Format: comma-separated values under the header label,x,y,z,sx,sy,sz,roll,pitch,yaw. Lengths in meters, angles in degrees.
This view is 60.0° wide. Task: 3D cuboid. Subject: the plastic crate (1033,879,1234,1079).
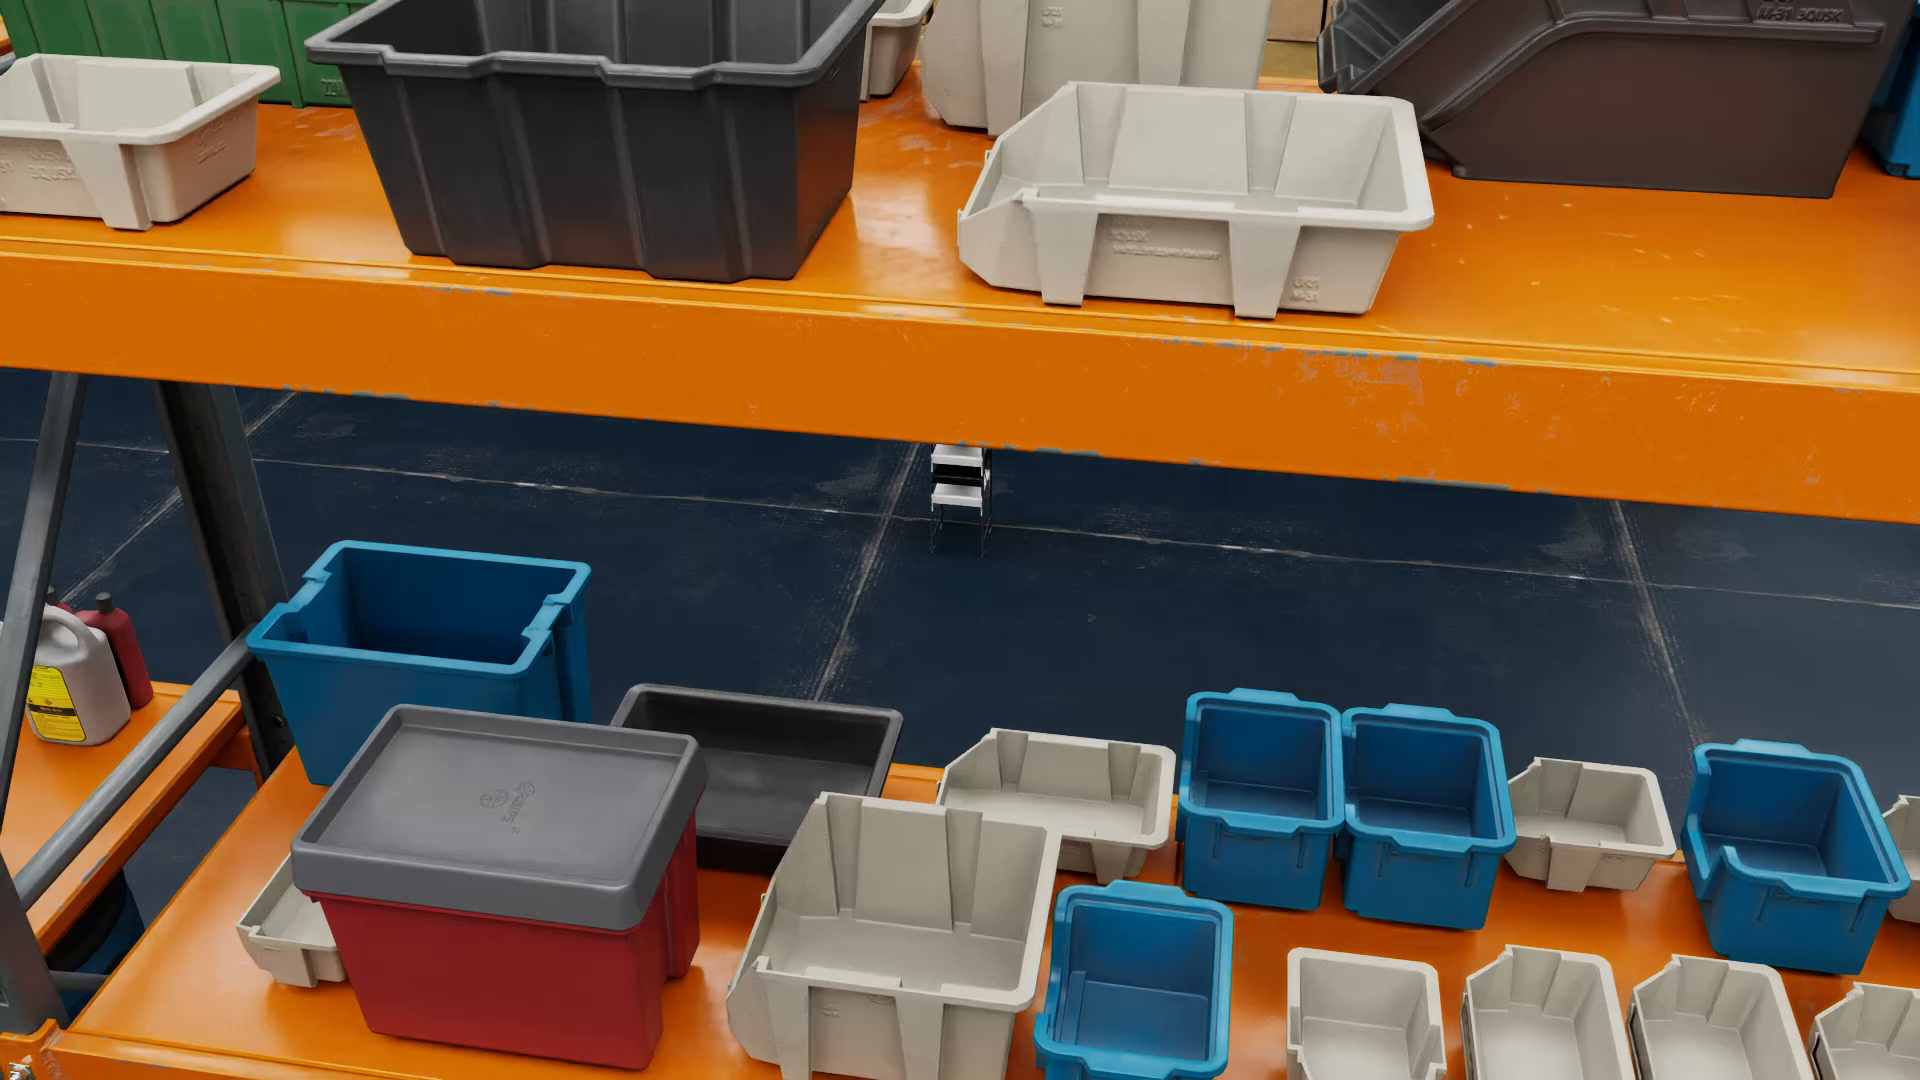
label,x,y,z,sx,sy,sz,roll,pitch,yaw
plastic crate,0.287,0.797,2.751,0.300,0.233,0.416,5,32,8

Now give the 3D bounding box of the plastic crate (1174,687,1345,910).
label,x,y,z,sx,sy,sz,roll,pitch,yaw
plastic crate,0.573,0.508,3.213,0.300,0.233,0.416,5,32,8

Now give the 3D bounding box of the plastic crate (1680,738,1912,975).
label,x,y,z,sx,sy,sz,roll,pitch,yaw
plastic crate,1.518,0.593,3.076,0.300,0.233,0.416,5,32,8

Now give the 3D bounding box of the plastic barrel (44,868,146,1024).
label,x,y,z,sx,sy,sz,roll,pitch,yaw
plastic barrel,-2.121,1.098,3.751,0.708,0.901,0.600,5,32,8

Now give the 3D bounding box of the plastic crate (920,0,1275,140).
label,x,y,z,sx,sy,sz,roll,pitch,yaw
plastic crate,0.222,-0.780,2.453,0.530,0.282,0.437,5,32,8

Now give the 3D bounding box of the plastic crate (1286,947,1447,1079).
label,x,y,z,sx,sy,sz,roll,pitch,yaw
plastic crate,0.664,0.847,2.762,0.250,0.136,0.298,5,32,8

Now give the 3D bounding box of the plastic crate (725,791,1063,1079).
label,x,y,z,sx,sy,sz,roll,pitch,yaw
plastic crate,-0.114,0.701,2.858,0.530,0.282,0.437,5,32,8

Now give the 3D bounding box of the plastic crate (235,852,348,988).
label,x,y,z,sx,sy,sz,roll,pitch,yaw
plastic crate,-1.153,0.646,3.082,0.243,0.136,0.396,5,32,8

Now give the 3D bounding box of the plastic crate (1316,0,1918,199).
label,x,y,z,sx,sy,sz,roll,pitch,yaw
plastic crate,0.895,-0.725,2.312,0.767,0.338,0.504,5,32,8

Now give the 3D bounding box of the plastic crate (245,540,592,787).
label,x,y,z,sx,sy,sz,roll,pitch,yaw
plastic crate,-1.070,0.288,3.421,0.575,0.384,0.392,5,32,8

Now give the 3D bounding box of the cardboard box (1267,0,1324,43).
label,x,y,z,sx,sy,sz,roll,pitch,yaw
cardboard box,1.191,-2.286,6.538,0.500,0.500,0.500,6,33,10

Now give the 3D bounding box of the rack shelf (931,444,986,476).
label,x,y,z,sx,sy,sz,roll,pitch,yaw
rack shelf,0.008,-0.352,6.528,0.200,0.077,0.258,5,32,8

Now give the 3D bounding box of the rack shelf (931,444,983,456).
label,x,y,z,sx,sy,sz,roll,pitch,yaw
rack shelf,0.008,-0.429,6.480,0.200,0.077,0.258,5,32,8

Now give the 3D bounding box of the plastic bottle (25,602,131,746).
label,x,y,z,sx,sy,sz,roll,pitch,yaw
plastic bottle,-1.920,0.260,3.554,0.185,0.351,0.144,5,32,8

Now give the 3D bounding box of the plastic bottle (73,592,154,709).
label,x,y,z,sx,sy,sz,roll,pitch,yaw
plastic bottle,-1.878,0.237,3.654,0.133,0.283,0.061,5,32,8

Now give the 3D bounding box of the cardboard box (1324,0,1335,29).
label,x,y,z,sx,sy,sz,roll,pitch,yaw
cardboard box,1.697,-2.240,6.465,0.500,0.500,0.500,6,33,10

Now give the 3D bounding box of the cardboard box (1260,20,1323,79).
label,x,y,z,sx,sy,sz,roll,pitch,yaw
cardboard box,1.205,-1.866,6.810,0.500,0.500,0.500,5,32,8

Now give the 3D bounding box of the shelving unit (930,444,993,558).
label,x,y,z,sx,sy,sz,roll,pitch,yaw
shelving unit,0.008,-0.381,6.510,0.210,0.900,0.258,5,32,8

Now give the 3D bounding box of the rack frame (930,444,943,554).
label,x,y,z,sx,sy,sz,roll,pitch,yaw
rack frame,-0.092,-0.390,6.525,0.006,0.900,0.240,5,32,8

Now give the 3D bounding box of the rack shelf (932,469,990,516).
label,x,y,z,sx,sy,sz,roll,pitch,yaw
rack shelf,0.008,-0.200,6.623,0.200,0.077,0.258,5,32,8

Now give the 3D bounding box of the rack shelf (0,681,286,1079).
label,x,y,z,sx,sy,sz,roll,pitch,yaw
rack shelf,-3.560,0.570,3.690,4.000,0.370,1.077,5,32,8

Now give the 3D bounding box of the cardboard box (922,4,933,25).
label,x,y,z,sx,sy,sz,roll,pitch,yaw
cardboard box,-0.334,-2.424,6.758,0.500,0.500,0.500,6,33,9

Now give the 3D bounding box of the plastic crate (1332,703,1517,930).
label,x,y,z,sx,sy,sz,roll,pitch,yaw
plastic crate,0.869,0.535,3.170,0.300,0.233,0.416,5,32,8

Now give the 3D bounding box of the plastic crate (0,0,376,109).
label,x,y,z,sx,sy,sz,roll,pitch,yaw
plastic crate,-1.120,-0.858,2.666,0.662,0.188,0.450,5,32,8

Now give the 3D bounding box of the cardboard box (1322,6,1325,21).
label,x,y,z,sx,sy,sz,roll,pitch,yaw
cardboard box,1.795,-2.099,7.182,0.500,0.500,0.500,5,32,8

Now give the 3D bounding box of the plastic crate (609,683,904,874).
label,x,y,z,sx,sy,sz,roll,pitch,yaw
plastic crate,-0.439,0.494,3.336,0.590,0.125,0.437,5,32,8

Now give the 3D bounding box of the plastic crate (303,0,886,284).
label,x,y,z,sx,sy,sz,roll,pitch,yaw
plastic crate,-0.410,-0.518,2.047,0.590,0.269,0.497,5,32,8

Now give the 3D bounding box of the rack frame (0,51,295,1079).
label,x,y,z,sx,sy,sz,roll,pitch,yaw
rack frame,-1.589,0.445,3.211,0.053,2.616,0.949,5,32,8

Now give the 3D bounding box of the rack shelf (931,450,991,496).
label,x,y,z,sx,sy,sz,roll,pitch,yaw
rack shelf,0.008,-0.276,6.576,0.200,0.077,0.258,5,32,8

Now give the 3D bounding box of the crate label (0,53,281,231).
label,x,y,z,sx,sy,sz,roll,pitch,yaw
crate label,-1.154,-0.521,2.177,0.466,0.136,0.293,5,32,8

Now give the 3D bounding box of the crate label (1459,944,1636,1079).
label,x,y,z,sx,sy,sz,roll,pitch,yaw
crate label,0.959,0.864,2.735,0.243,0.136,0.396,5,32,8

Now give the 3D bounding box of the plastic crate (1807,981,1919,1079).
label,x,y,z,sx,sy,sz,roll,pitch,yaw
plastic crate,1.521,0.909,2.663,0.243,0.136,0.396,5,32,8

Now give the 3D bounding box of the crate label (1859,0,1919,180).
label,x,y,z,sx,sy,sz,roll,pitch,yaw
crate label,1.500,-0.659,2.289,0.502,0.251,0.408,5,32,8

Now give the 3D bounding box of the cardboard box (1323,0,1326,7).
label,x,y,z,sx,sy,sz,roll,pitch,yaw
cardboard box,1.790,-2.523,6.917,0.500,0.500,0.500,6,32,9

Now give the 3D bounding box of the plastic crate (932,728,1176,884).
label,x,y,z,sx,sy,sz,roll,pitch,yaw
plastic crate,0.179,0.528,3.271,0.466,0.136,0.293,5,32,8

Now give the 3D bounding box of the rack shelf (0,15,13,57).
label,x,y,z,sx,sy,sz,roll,pitch,yaw
rack shelf,-3.560,-0.701,2.894,4.000,0.370,1.077,5,32,8

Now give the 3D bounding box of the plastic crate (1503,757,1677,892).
label,x,y,z,sx,sy,sz,roll,pitch,yaw
plastic crate,1.196,0.560,3.219,0.298,0.136,0.250,5,32,8

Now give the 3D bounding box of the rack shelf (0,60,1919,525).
label,x,y,z,sx,sy,sz,roll,pitch,yaw
rack shelf,0.383,-0.344,2.324,4.000,0.370,1.077,5,32,8

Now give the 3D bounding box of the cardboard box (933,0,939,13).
label,x,y,z,sx,sy,sz,roll,pitch,yaw
cardboard box,0.175,-2.378,6.685,0.500,0.500,0.500,4,32,7

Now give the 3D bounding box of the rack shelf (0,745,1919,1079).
label,x,y,z,sx,sy,sz,roll,pitch,yaw
rack shelf,0.383,0.927,3.120,4.000,0.370,1.077,5,32,8

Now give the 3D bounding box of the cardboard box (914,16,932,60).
label,x,y,z,sx,sy,sz,roll,pitch,yaw
cardboard box,-0.294,-2.001,7.025,0.500,0.500,0.500,6,33,9

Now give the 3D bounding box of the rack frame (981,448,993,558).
label,x,y,z,sx,sy,sz,roll,pitch,yaw
rack frame,0.108,-0.372,6.496,0.006,0.900,0.240,5,32,8

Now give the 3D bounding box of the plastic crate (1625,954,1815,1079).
label,x,y,z,sx,sy,sz,roll,pitch,yaw
plastic crate,1.237,0.876,2.716,0.243,0.136,0.396,5,32,8

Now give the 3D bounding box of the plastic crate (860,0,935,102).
label,x,y,z,sx,sy,sz,roll,pitch,yaw
plastic crate,-0.270,-0.801,2.625,0.466,0.136,0.293,5,32,8

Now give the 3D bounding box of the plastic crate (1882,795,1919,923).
label,x,y,z,sx,sy,sz,roll,pitch,yaw
plastic crate,1.865,0.621,3.123,0.298,0.136,0.250,5,32,8

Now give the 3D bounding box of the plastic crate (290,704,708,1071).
label,x,y,z,sx,sy,sz,roll,pitch,yaw
plastic crate,-0.750,0.602,2.844,0.583,0.464,0.402,5,32,8

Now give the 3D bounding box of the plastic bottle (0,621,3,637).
label,x,y,z,sx,sy,sz,roll,pitch,yaw
plastic bottle,-2.126,0.259,3.696,0.097,0.201,0.097,0,32,0

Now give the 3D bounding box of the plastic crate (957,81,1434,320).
label,x,y,z,sx,sy,sz,roll,pitch,yaw
plastic crate,0.276,-0.414,2.005,0.530,0.136,0.437,5,32,8

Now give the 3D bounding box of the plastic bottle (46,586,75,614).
label,x,y,z,sx,sy,sz,roll,pitch,yaw
plastic bottle,-2.009,0.225,3.673,0.133,0.283,0.061,5,32,8
